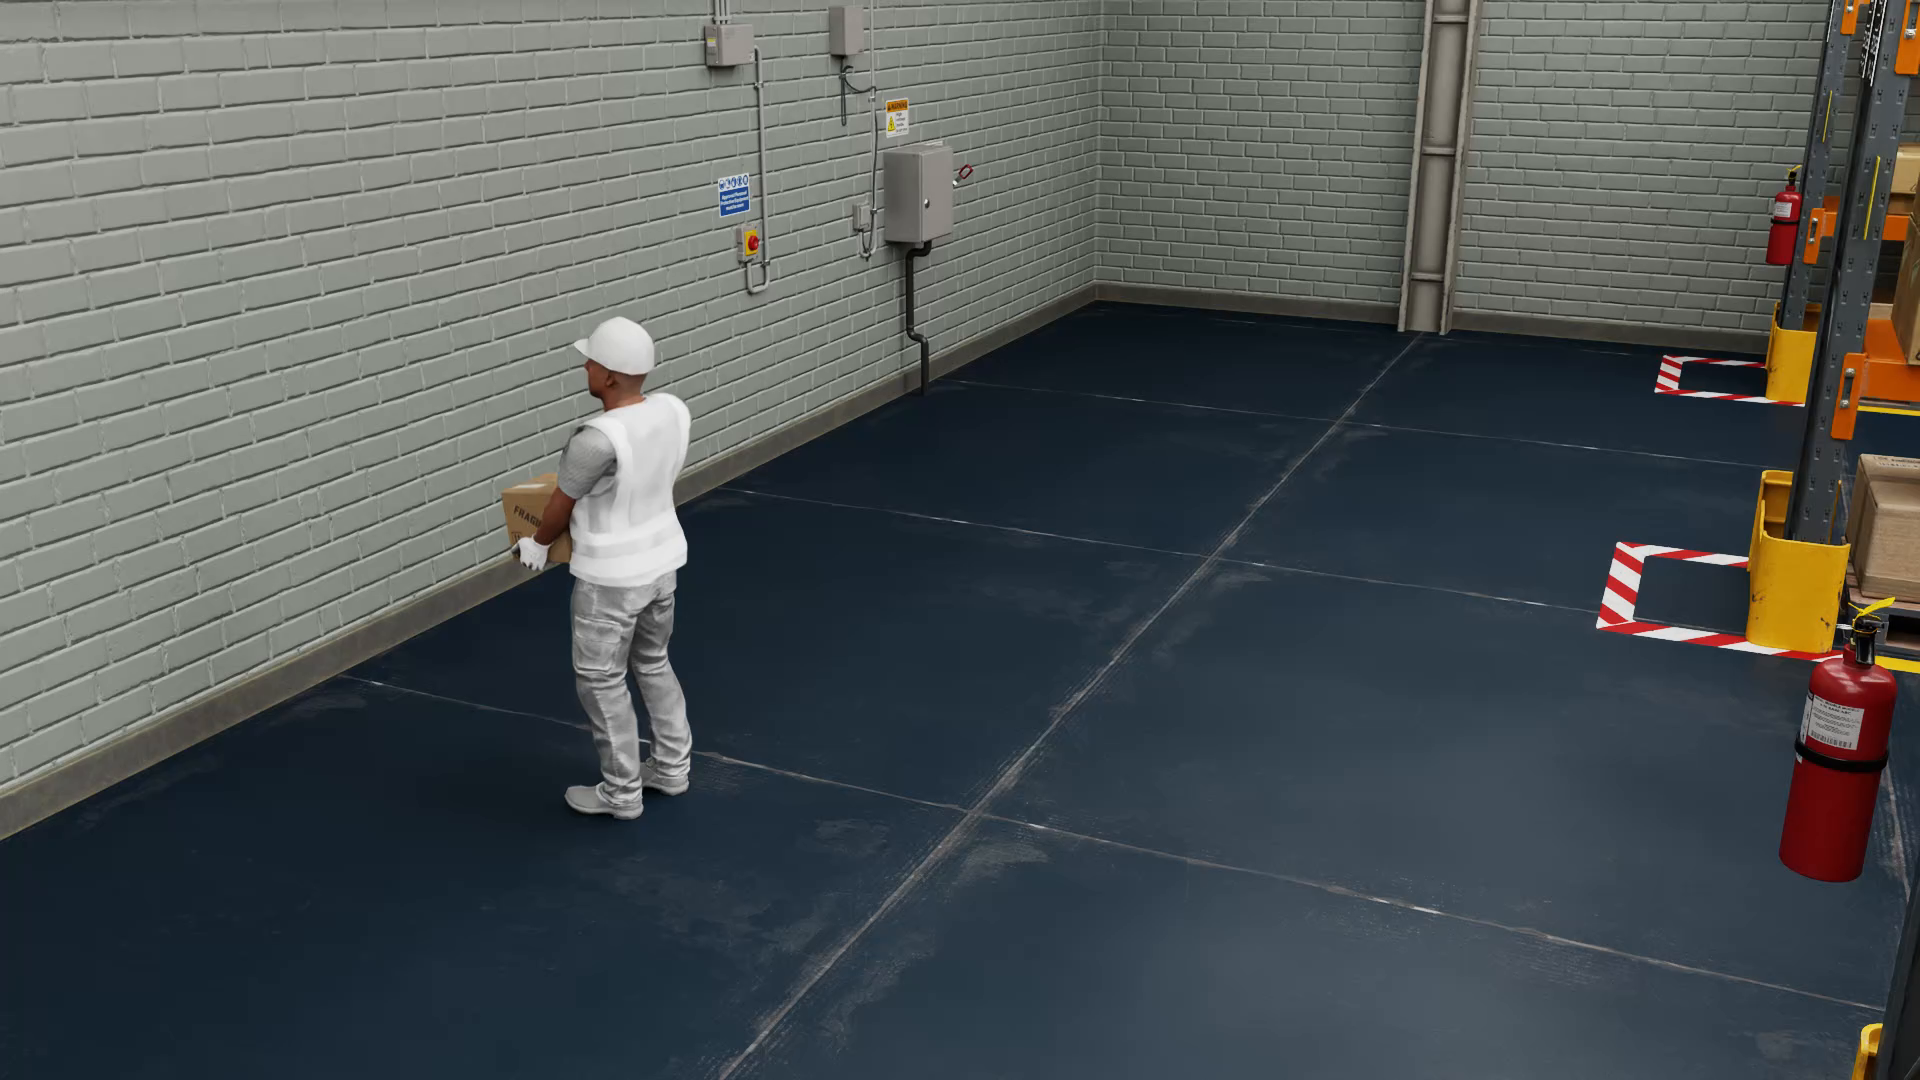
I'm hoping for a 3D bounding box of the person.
[{"bbox_3d":[-1.241,0.098,5.752,0.573,1.778,0.488,9,21,24],"label":"person"}]
